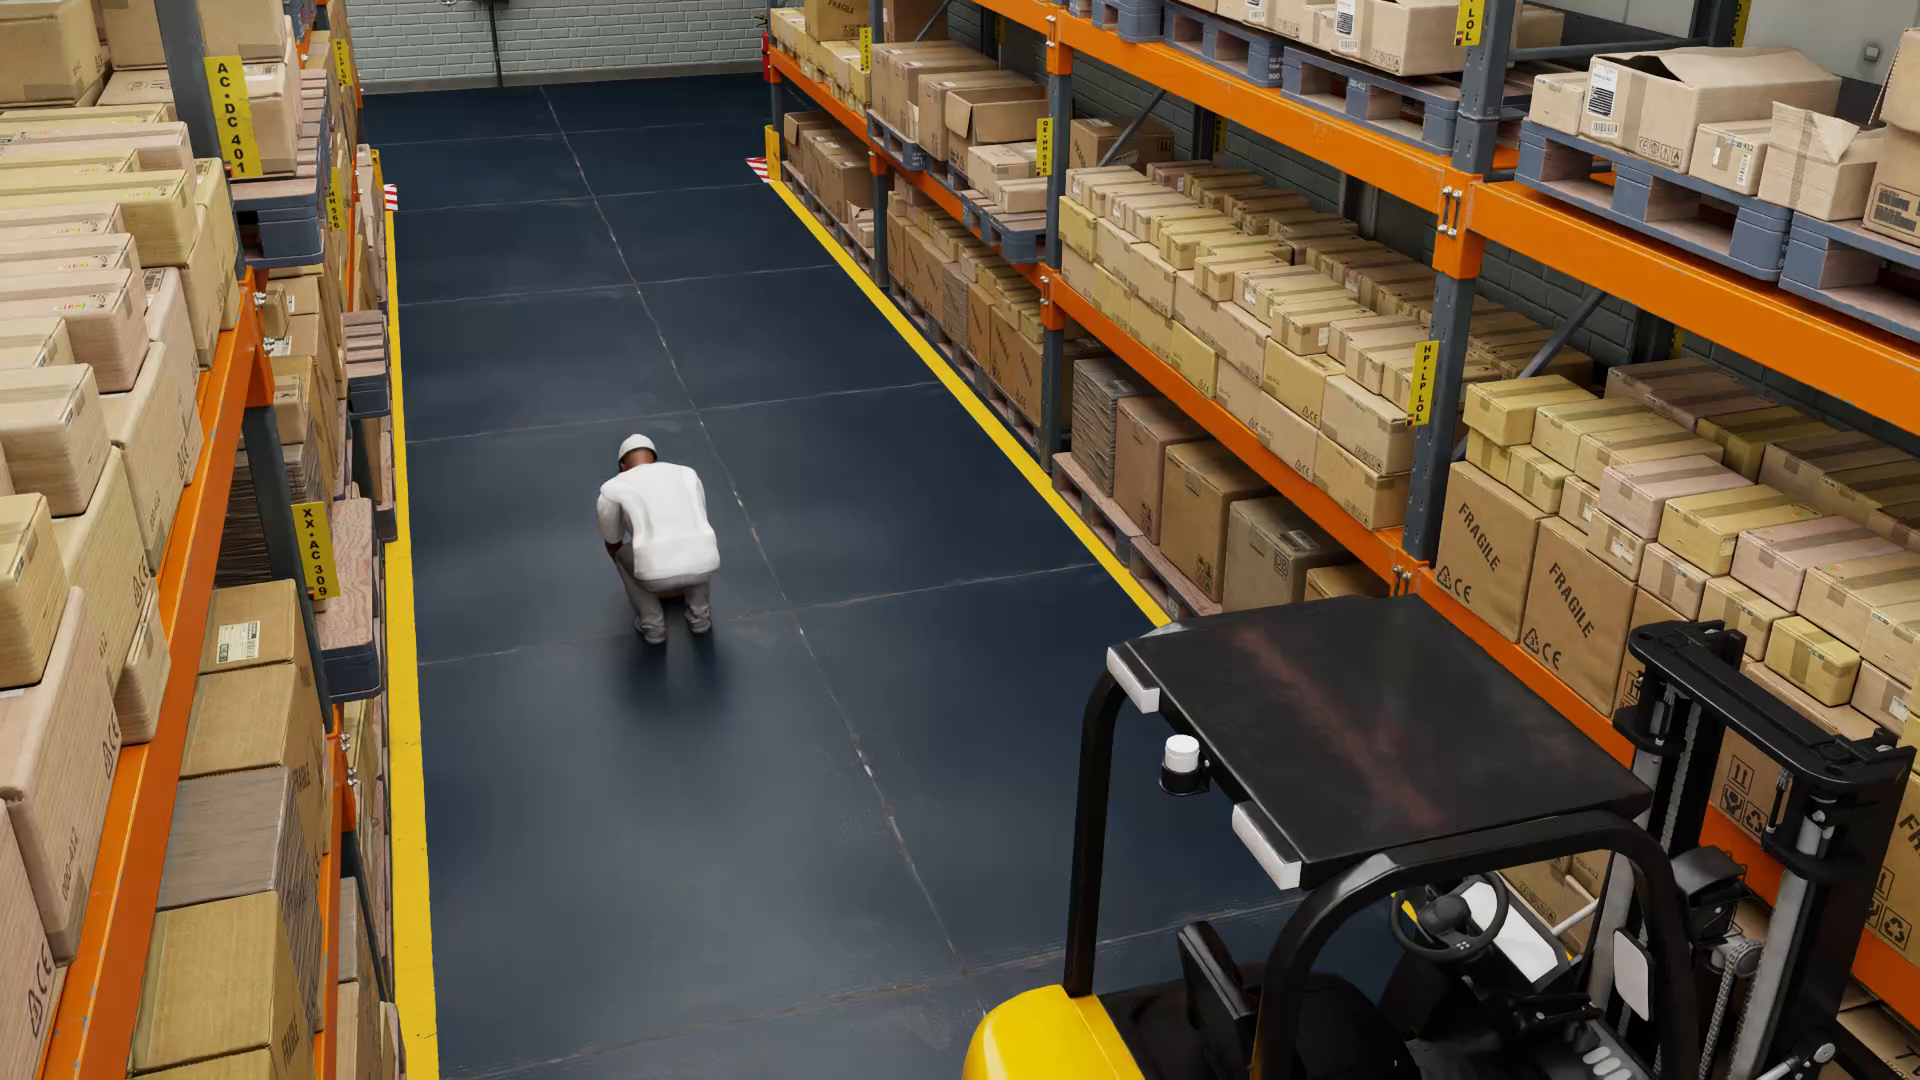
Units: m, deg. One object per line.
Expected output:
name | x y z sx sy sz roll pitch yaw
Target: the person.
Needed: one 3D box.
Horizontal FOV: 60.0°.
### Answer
person | -1.551 0.004 8.551 0.567 0.914 0.897 -8 27 -16
